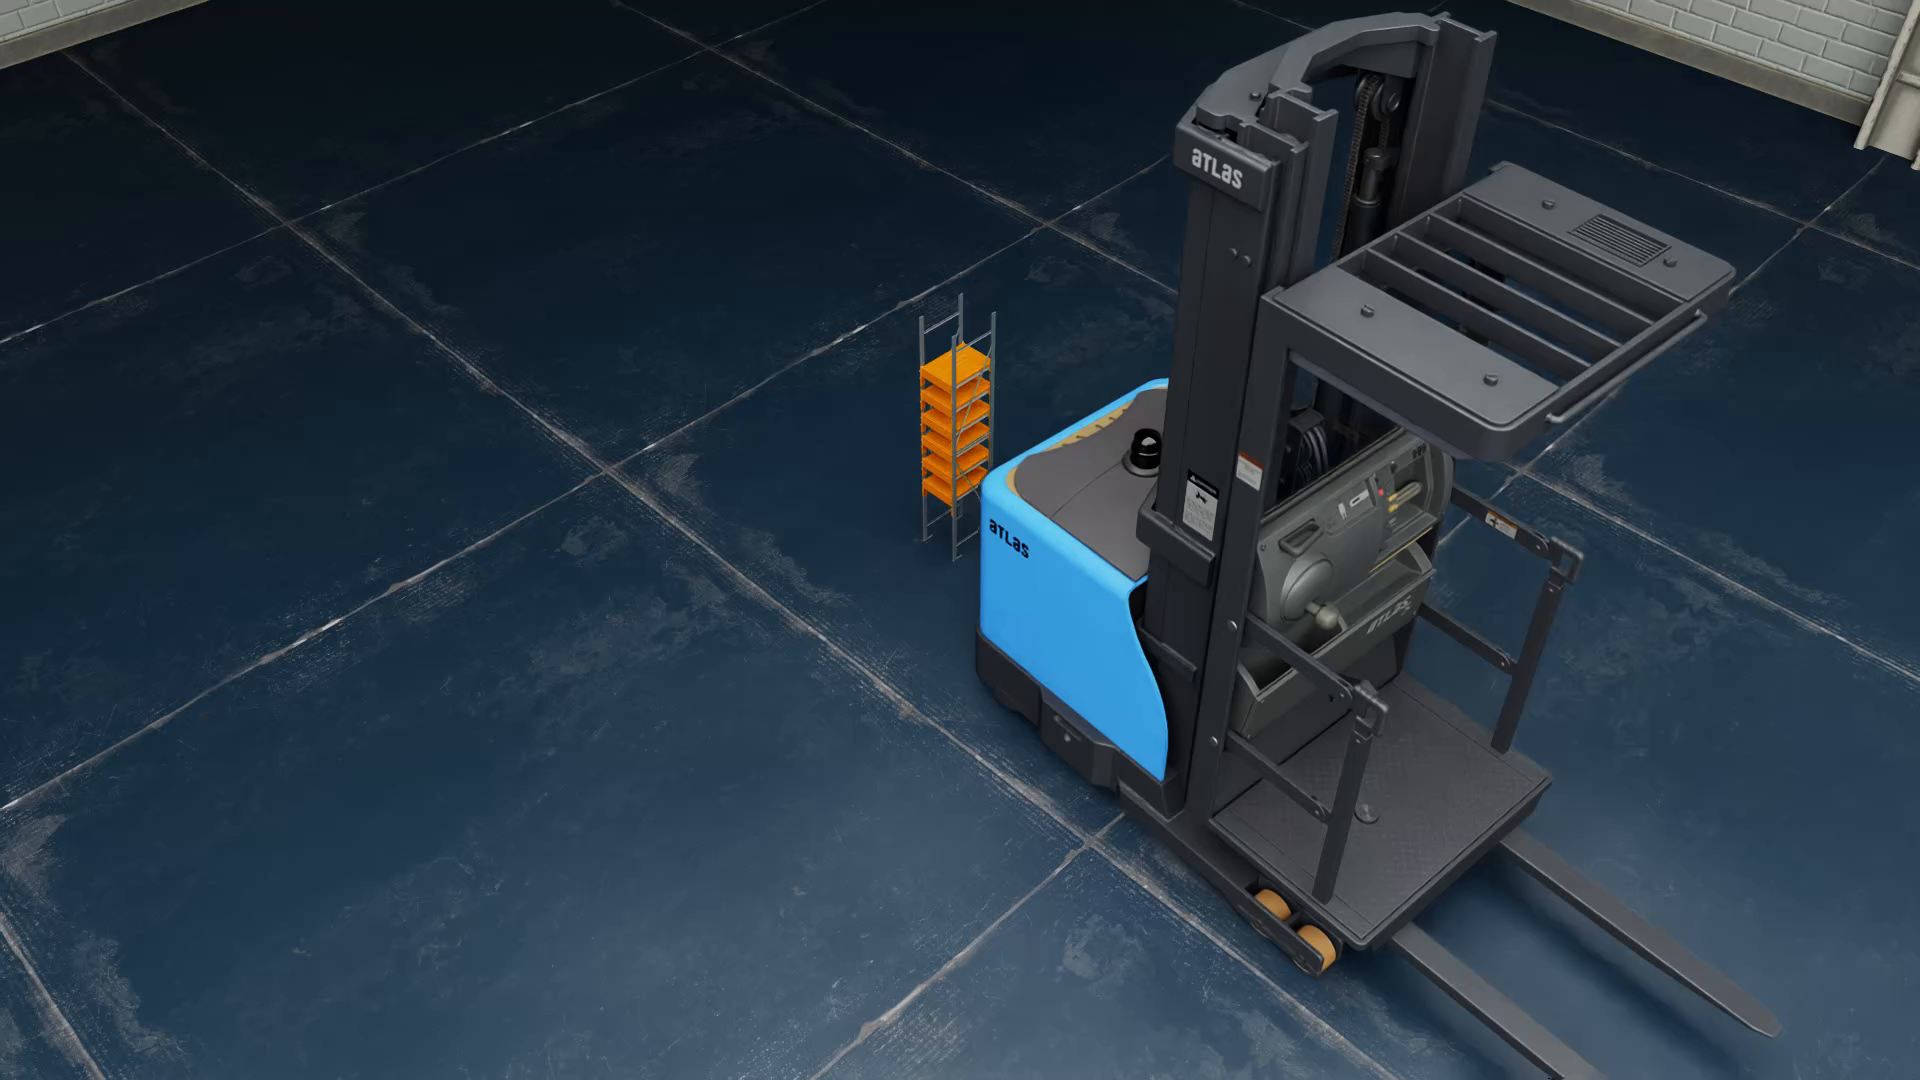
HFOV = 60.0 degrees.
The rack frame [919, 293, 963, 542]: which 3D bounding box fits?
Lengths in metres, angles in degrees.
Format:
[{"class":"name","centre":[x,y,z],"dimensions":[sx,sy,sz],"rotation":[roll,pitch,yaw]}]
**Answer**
[{"class":"rack frame","centre":[-0.075,-0.492,7.015],"dimensions":[0.240,1.200,0.006],"rotation":[-34,53,-31]}]

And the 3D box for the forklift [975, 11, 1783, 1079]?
[{"class":"forklift","centre":[1.405,0.026,5.180],"dimensions":[1.130,2.935,3.031],"rotation":[-30,51,-29]}]

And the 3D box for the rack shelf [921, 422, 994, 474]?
[{"class":"rack shelf","centre":[-0.010,-0.415,6.998],"dimensions":[0.258,0.103,0.180],"rotation":[-34,53,-31]}]

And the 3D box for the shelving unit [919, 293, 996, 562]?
[{"class":"shelving unit","centre":[-0.010,-0.448,6.968],"dimensions":[0.258,1.200,0.189],"rotation":[-34,53,-31]}]

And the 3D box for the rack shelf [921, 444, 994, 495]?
[{"class":"rack shelf","centre":[-0.010,-0.327,7.079],"dimensions":[0.258,0.103,0.180],"rotation":[-34,53,-31]}]

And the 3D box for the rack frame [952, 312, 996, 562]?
[{"class":"rack frame","centre":[0.054,-0.404,6.920],"dimensions":[0.240,1.200,0.006],"rotation":[-34,53,-31]}]

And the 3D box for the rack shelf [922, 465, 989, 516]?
[{"class":"rack shelf","centre":[-0.010,-0.239,7.161],"dimensions":[0.258,0.103,0.180],"rotation":[-34,53,-31]}]

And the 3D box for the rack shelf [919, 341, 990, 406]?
[{"class":"rack shelf","centre":[-0.010,-0.679,6.754],"dimensions":[0.258,0.103,0.180],"rotation":[-34,53,-31]}]

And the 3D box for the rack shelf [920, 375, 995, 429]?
[{"class":"rack shelf","centre":[-0.010,-0.591,6.835],"dimensions":[0.258,0.103,0.180],"rotation":[-34,53,-31]}]

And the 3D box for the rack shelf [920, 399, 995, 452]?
[{"class":"rack shelf","centre":[-0.010,-0.503,6.916],"dimensions":[0.258,0.103,0.180],"rotation":[-34,53,-31]}]

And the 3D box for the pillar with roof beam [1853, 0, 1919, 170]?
[{"class":"pillar with roof beam","centre":[2.516,-3.563,4.593],"dimensions":[9.100,9.000,0.400],"rotation":[-34,53,-31]}]
